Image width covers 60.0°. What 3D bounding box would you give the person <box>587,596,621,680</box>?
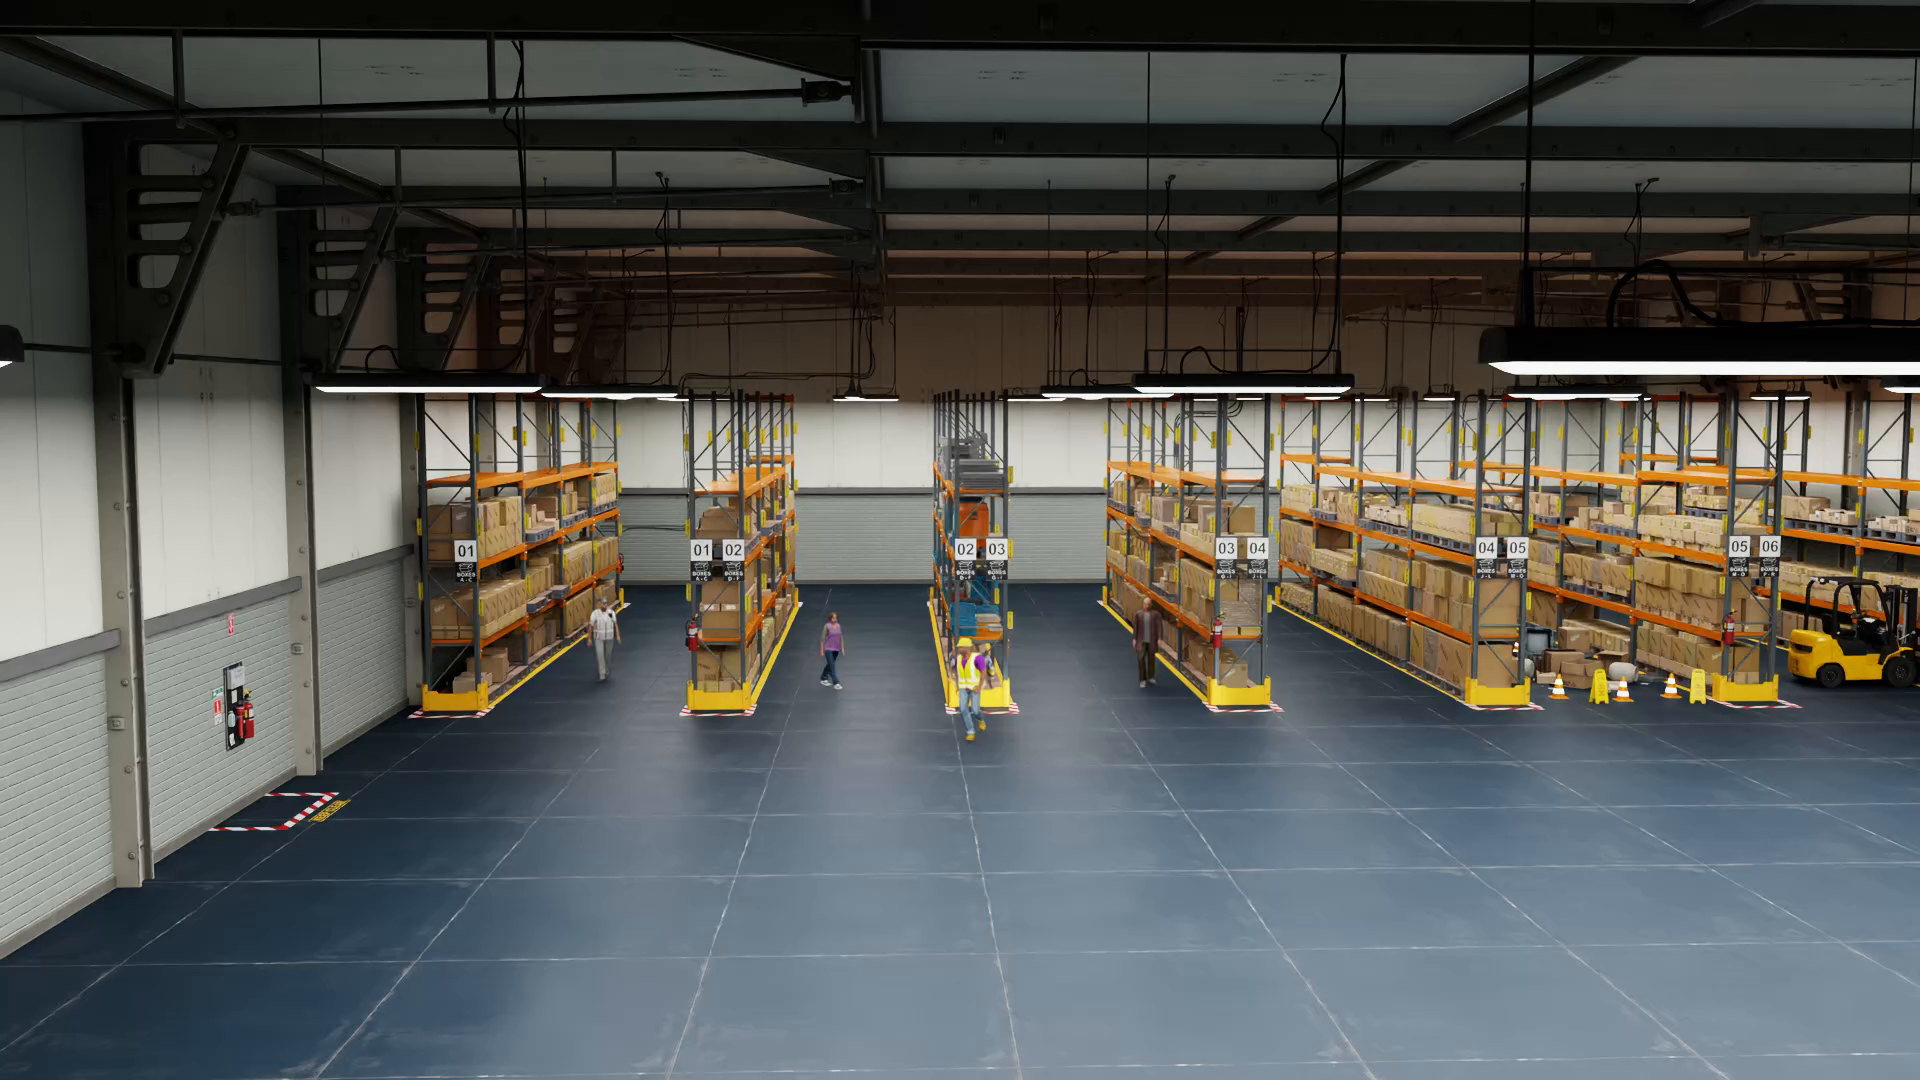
[{"bbox_3d":[-7.419,2.021,34.654,0.663,1.706,1.089,-2,5,-21],"label":"person"}]

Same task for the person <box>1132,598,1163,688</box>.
[{"bbox_3d":[3.824,2.091,33.886,0.651,1.827,0.649,1,5,13],"label":"person"}]

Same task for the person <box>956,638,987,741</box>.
[{"bbox_3d":[0.188,2.537,28.523,0.626,1.734,0.646,2,5,25],"label":"person"}]

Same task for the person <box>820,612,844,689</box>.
[{"bbox_3d":[-2.547,2.212,33.395,0.441,1.526,0.978,-4,6,-43],"label":"person"}]
